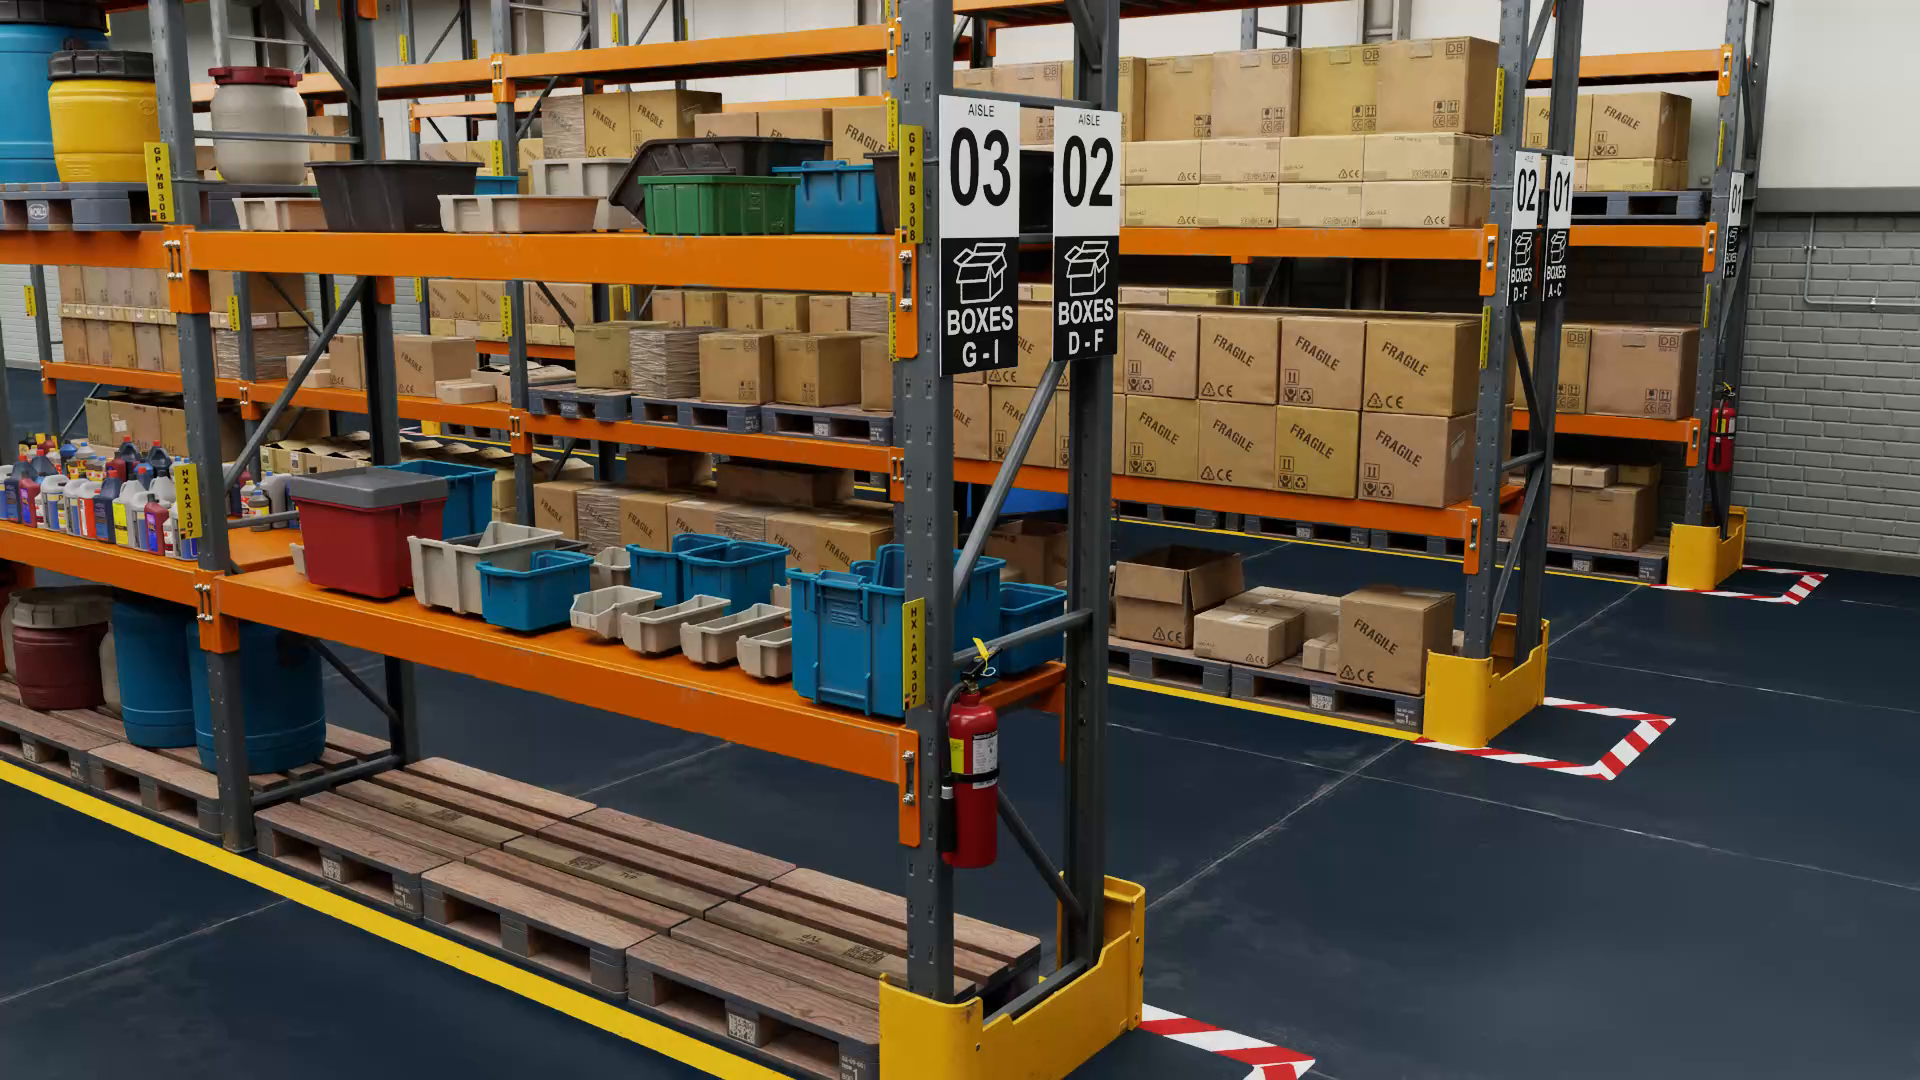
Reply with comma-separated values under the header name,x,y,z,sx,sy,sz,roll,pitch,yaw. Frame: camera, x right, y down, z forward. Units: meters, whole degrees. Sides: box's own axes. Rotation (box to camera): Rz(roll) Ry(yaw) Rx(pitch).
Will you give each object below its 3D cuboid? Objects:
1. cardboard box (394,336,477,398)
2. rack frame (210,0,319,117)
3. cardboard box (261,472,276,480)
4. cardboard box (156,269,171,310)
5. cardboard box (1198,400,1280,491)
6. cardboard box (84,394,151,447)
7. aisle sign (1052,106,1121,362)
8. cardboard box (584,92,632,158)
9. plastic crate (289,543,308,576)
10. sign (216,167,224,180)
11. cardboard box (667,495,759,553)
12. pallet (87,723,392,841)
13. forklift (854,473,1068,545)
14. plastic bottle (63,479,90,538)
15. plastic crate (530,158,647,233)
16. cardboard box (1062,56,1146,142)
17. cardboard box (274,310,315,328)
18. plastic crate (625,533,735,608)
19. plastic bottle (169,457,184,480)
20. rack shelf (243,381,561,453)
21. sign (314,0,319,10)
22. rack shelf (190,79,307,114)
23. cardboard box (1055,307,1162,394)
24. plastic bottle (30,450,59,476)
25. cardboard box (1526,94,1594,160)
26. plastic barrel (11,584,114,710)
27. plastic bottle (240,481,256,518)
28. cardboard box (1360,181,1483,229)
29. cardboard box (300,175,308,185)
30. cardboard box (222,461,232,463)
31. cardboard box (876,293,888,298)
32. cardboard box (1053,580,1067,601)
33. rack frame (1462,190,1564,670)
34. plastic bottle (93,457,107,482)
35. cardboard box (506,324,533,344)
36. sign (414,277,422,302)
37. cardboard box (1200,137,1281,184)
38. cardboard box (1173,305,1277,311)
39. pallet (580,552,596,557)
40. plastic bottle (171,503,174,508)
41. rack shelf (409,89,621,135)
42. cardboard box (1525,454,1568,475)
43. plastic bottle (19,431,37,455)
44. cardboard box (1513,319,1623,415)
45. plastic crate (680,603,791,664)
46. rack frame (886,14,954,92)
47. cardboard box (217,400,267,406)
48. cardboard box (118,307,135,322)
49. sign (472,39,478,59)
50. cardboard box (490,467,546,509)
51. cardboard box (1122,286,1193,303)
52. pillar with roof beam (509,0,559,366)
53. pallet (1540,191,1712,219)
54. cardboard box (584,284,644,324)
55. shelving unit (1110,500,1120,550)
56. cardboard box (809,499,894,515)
name,x,y,z,sx,sy,sz,roll,pitch,yaw
cardboard box,-4.700,-1.559,14.927,0.500,0.500,0.500,7,13,33
rack frame,-6.561,-4.719,15.729,0.127,3.000,1.000,8,13,36
cardboard box,-6.383,-0.546,16.089,0.500,0.250,0.500,8,13,34
cardboard box,-7.734,-2.621,17.003,0.500,0.500,0.700,8,13,36
cardboard box,1.769,-0.597,9.953,0.500,0.500,0.500,8,14,36
cardboard box,-9.081,-1.297,17.996,0.500,0.500,0.500,8,13,36
aisle sign,0.409,-0.980,5.353,0.004,0.787,0.394,8,13,36
cardboard box,-2.579,-3.229,13.030,0.500,0.500,0.500,8,13,36
plastic crate,-2.758,0.058,7.368,0.243,0.136,0.396,8,13,36
sign,-6.889,-3.454,15.517,0.005,0.325,0.100,8,13,36
cardboard box,-1.889,-0.044,12.784,0.500,0.500,0.500,7,13,34
pallet,-3.646,1.160,8.478,1.213,0.211,1.003,8,13,36
forklift,-0.566,-1.389,14.494,3.031,2.935,1.130,-5,12,-24
plastic bottle,-4.367,-0.163,8.300,0.135,0.276,0.152,8,13,36
plastic crate,-1.428,-1.377,6.666,0.530,0.282,0.437,8,13,36
cardboard box,1.027,-2.705,10.319,0.500,0.500,0.700,8,13,36
cardboard box,-6.663,-2.201,16.537,0.250,0.149,0.380,8,13,35
plastic crate,-1.132,0.127,6.761,0.300,0.233,0.416,8,13,36
plastic bottle,-4.285,-0.321,9.133,0.097,0.271,0.097,0,11,0
rack shelf,-4.949,-1.195,15.204,4.000,0.370,1.077,8,13,36
sign,-6.250,-5.301,16.069,0.005,0.325,0.100,8,13,36
rack shelf,-8.174,-4.394,16.997,4.000,0.370,1.077,8,13,36
cardboard box,0.930,-1.202,10.450,0.500,0.500,0.500,7,13,34
plastic bottle,-4.889,-0.307,8.850,0.185,0.351,0.144,8,13,36
cardboard box,4.891,-3.304,13.365,0.500,0.500,0.500,8,14,37
plastic barrel,-4.958,0.591,9.318,0.708,0.588,0.600,8,13,36
plastic bottle,-3.725,-0.209,8.736,0.097,0.201,0.097,0,11,0
cardboard box,2.540,-1.841,9.144,0.500,0.250,0.500,8,13,36
cardboard box,-6.070,-3.308,15.622,0.500,0.250,0.500,10,15,41
cardboard box,-7.462,-0.706,16.915,0.500,0.250,0.500,8,13,36
cardboard box,-0.704,-2.700,17.960,0.250,0.149,0.380,6,12,28
cardboard box,0.851,0.363,11.601,0.250,0.149,0.380,8,13,36
rack frame,3.111,-0.424,9.325,0.127,3.000,1.000,8,13,36
plastic bottle,-4.955,-0.381,9.623,0.097,0.201,0.097,0,11,0
cardboard box,-5.411,-2.643,21.136,0.500,0.250,0.500,8,14,36
sign,-7.177,-3.324,22.033,0.005,0.325,0.100,8,13,36
cardboard box,1.742,-2.200,9.687,0.500,0.250,0.500,8,13,36
cardboard box,1.673,-1.226,10.574,0.500,0.500,0.500,8,13,35
pallet,-2.758,0.135,13.775,1.213,0.211,1.003,8,13,36
plastic bottle,-3.793,-0.075,8.046,0.097,0.201,0.097,0,11,0
rack shelf,-5.244,-5.347,20.882,4.000,0.370,1.077,8,13,36
cardboard box,5.025,-0.645,14.236,0.250,0.149,0.380,8,14,36
plastic bottle,-5.694,-0.528,10.170,0.133,0.283,0.061,8,13,36
cardboard box,5.030,-1.466,13.921,0.700,0.700,0.980,8,13,35
plastic crate,-0.814,0.335,5.937,0.243,0.136,0.396,8,13,36
rack frame,-0.408,-5.028,17.326,0.127,3.000,1.000,8,13,36
cardboard box,-7.556,-1.210,17.547,0.500,0.500,0.500,8,13,36
cardboard box,-8.557,-2.369,17.407,0.250,0.149,0.380,8,13,35
sign,-6.511,-6.546,22.299,0.005,0.325,0.100,8,13,36
cardboard box,-3.905,-0.476,14.251,0.500,0.311,0.500,8,14,37
cardboard box,1.881,-2.278,15.834,0.500,0.250,0.500,8,14,37
pillar with roof beam,-8.328,-5.322,18.846,0.400,9.000,9.100,8,13,36
pallet,5.436,-2.694,13.393,1.213,0.211,1.003,8,13,36
cardboard box,-4.196,-2.842,20.192,0.500,0.500,0.500,8,13,35
shelving unit,1.218,-0.542,14.672,0.258,1.200,0.503,-3,11,-13
cardboard box,-0.796,-0.013,12.620,0.500,0.500,0.500,8,14,36
